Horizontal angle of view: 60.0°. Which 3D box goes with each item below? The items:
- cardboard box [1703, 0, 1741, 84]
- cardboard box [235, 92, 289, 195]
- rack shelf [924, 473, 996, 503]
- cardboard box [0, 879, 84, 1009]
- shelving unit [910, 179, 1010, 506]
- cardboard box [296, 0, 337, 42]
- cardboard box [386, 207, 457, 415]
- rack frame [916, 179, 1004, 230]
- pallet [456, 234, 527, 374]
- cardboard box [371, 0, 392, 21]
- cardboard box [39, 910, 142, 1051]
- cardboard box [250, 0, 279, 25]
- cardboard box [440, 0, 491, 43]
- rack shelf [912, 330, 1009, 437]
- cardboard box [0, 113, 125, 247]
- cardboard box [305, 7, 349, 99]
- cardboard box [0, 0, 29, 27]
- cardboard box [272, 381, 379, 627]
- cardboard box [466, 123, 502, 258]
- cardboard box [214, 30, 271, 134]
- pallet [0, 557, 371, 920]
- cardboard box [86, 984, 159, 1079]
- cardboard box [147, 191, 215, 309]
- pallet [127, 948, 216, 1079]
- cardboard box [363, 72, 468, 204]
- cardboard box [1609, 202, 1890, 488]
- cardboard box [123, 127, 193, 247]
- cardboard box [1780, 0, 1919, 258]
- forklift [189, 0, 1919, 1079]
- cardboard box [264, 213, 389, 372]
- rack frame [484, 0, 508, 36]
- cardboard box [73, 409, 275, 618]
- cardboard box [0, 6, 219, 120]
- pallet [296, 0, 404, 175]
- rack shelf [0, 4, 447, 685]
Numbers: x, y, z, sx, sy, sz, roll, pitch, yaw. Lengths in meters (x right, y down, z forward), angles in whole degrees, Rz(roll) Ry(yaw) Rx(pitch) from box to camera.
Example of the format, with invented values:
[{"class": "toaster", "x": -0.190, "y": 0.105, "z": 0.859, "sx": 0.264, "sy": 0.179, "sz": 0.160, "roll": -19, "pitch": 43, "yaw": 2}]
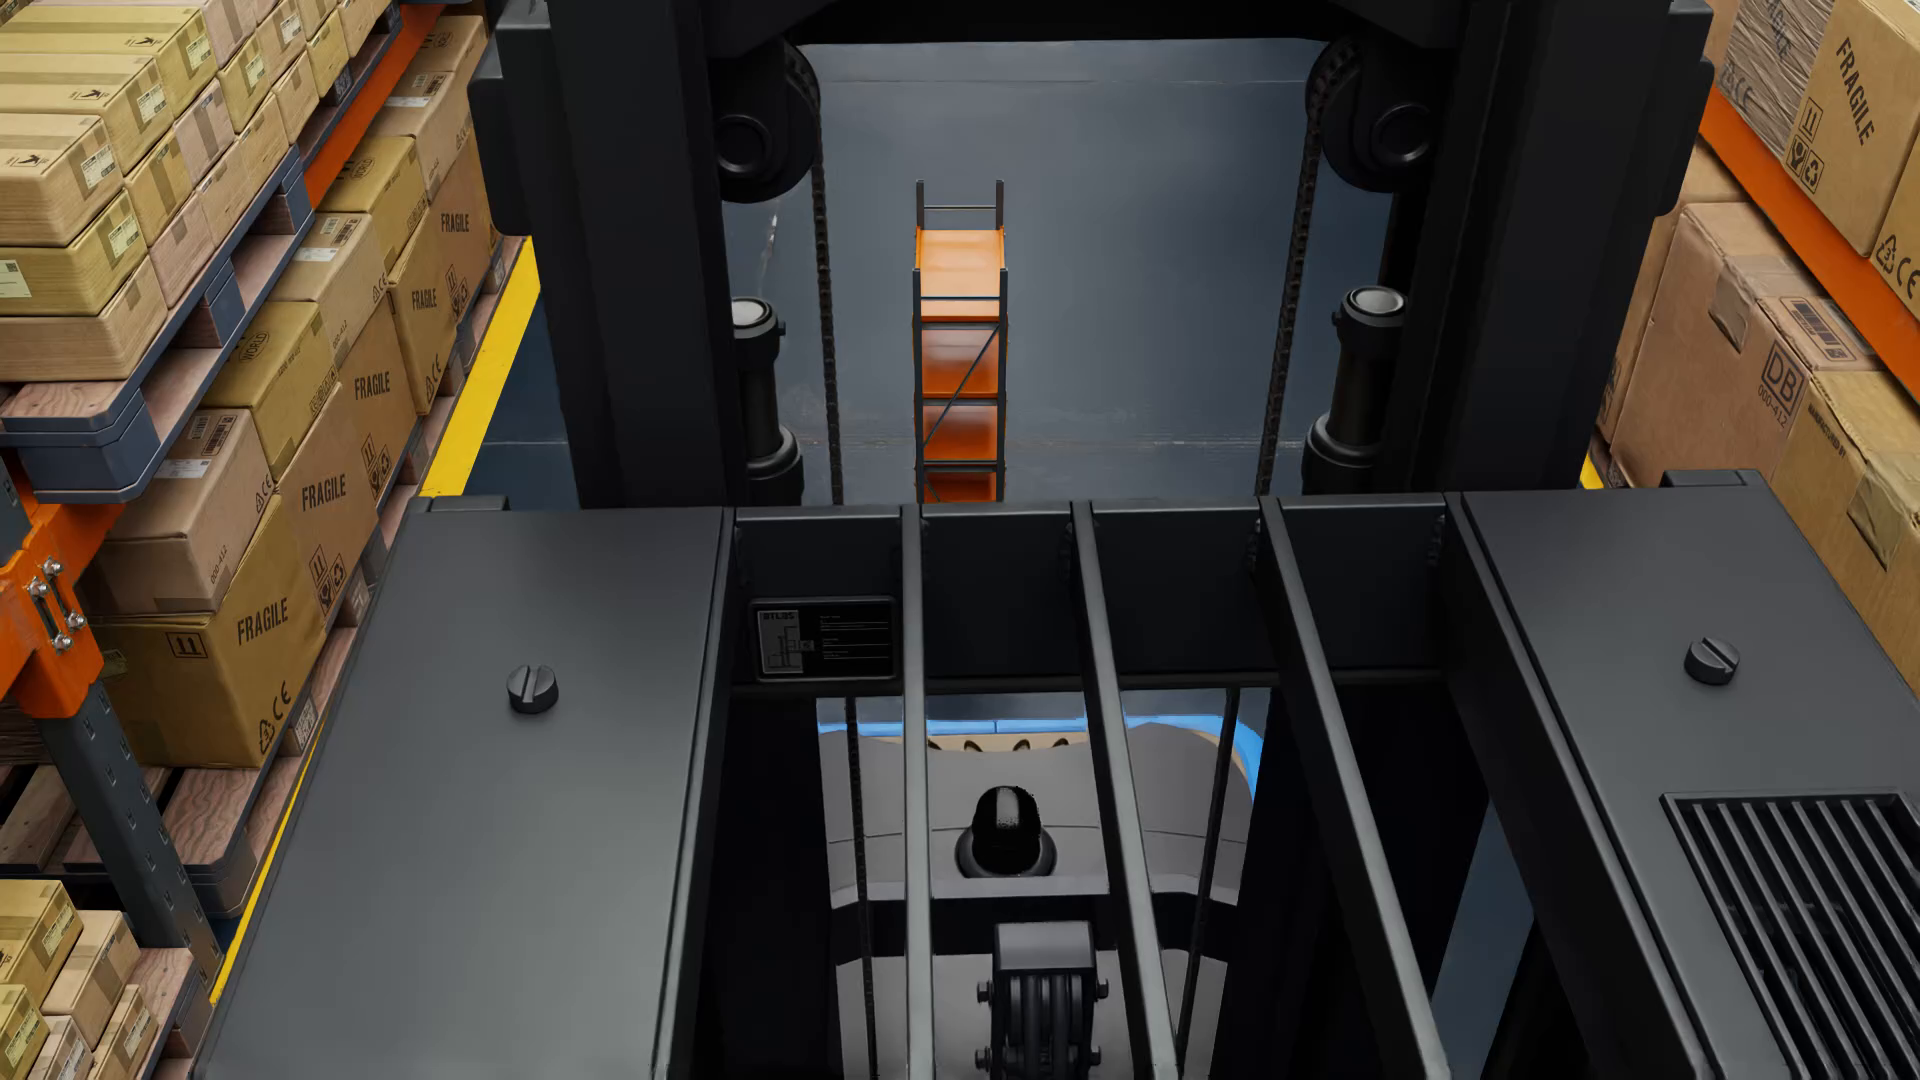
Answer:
[{"class": "cardboard box", "x": 2.428, "y": -1.658, "z": 4.841, "sx": 0.500, "sy": 0.500, "sz": 0.500, "roll": -1, "pitch": 39, "yaw": -1}, {"class": "cardboard box", "x": -1.805, "y": -0.924, "z": 3.869, "sx": 0.380, "sy": 0.149, "sz": 0.250, "roll": 0, "pitch": 39, "yaw": 0}, {"class": "rack shelf", "x": 0.000, "y": -0.157, "z": 4.912, "sx": 0.258, "sy": 0.148, "sz": 0.480, "roll": 0, "pitch": 39, "yaw": 0}, {"class": "cardboard box", "x": -2.002, "y": 0.814, "z": 3.304, "sx": 0.380, "sy": 0.149, "sz": 0.250, "roll": 1, "pitch": 39, "yaw": 1}, {"class": "shelving unit", "x": 0.000, "y": -0.365, "z": 4.746, "sx": 0.258, "sy": 1.200, "sz": 0.503, "roll": 0, "pitch": 39, "yaw": 0}, {"class": "cardboard box", "x": -1.810, "y": -1.374, "z": 4.193, "sx": 0.380, "sy": 0.149, "sz": 0.250, "roll": -1, "pitch": 39, "yaw": -1}, {"class": "cardboard box", "x": -1.991, "y": -0.748, "z": 5.448, "sx": 0.500, "sy": 0.500, "sz": 0.500, "roll": -2, "pitch": 39, "yaw": -2}, {"class": "rack frame", "x": 0.000, "y": -0.517, "z": 4.936, "sx": 0.240, "sy": 1.200, "sz": 0.015, "roll": 0, "pitch": 39, "yaw": 0}, {"class": "pallet", "x": -2.268, "y": -1.049, "z": 6.391, "sx": 1.003, "sy": 0.211, "sz": 1.213, "roll": 0, "pitch": 39, "yaw": 0}, {"class": "cardboard box", "x": -1.811, "y": -1.582, "z": 4.690, "sx": 0.380, "sy": 0.149, "sz": 0.250, "roll": 1, "pitch": 39, "yaw": 1}, {"class": "cardboard box", "x": -1.944, "y": 0.905, "z": 3.429, "sx": 0.380, "sy": 0.149, "sz": 0.250, "roll": 1, "pitch": 39, "yaw": 1}, {"class": "cardboard box", "x": -1.806, "y": -1.320, "z": 3.888, "sx": 0.380, "sy": 0.149, "sz": 0.250, "roll": 0, "pitch": 39, "yaw": 0}, {"class": "cardboard box", "x": -2.178, "y": -2.293, "z": 7.176, "sx": 1.050, "sy": 0.750, "sz": 0.750, "roll": -1, "pitch": 39, "yaw": -1}, {"class": "rack shelf", "x": 0.000, "y": -0.487, "z": 4.648, "sx": 0.258, "sy": 0.148, "sz": 0.480, "roll": 0, "pitch": 39, "yaw": 0}, {"class": "cardboard box", "x": -1.803, "y": -0.669, "z": 3.076, "sx": 0.380, "sy": 0.149, "sz": 0.250, "roll": 2, "pitch": 39, "yaw": 2}, {"class": "cardboard box", "x": -1.810, "y": -1.254, "z": 4.281, "sx": 0.380, "sy": 0.149, "sz": 0.250, "roll": -1, "pitch": 39, "yaw": -1}, {"class": "cardboard box", "x": -2.463, "y": -1.209, "z": 3.987, "sx": 0.380, "sy": 0.149, "sz": 0.250, "roll": -2, "pitch": 39, "yaw": -2}, {"class": "cardboard box", "x": -2.001, "y": -0.106, "z": 4.647, "sx": 0.500, "sy": 0.500, "sz": 0.500, "roll": 2, "pitch": 39, "yaw": 2}, {"class": "cardboard box", "x": -2.005, "y": -1.403, "z": 6.265, "sx": 0.500, "sy": 0.500, "sz": 0.500, "roll": 0, "pitch": 39, "yaw": 0}, {"class": "cardboard box", "x": -1.807, "y": -1.039, "z": 3.776, "sx": 0.380, "sy": 0.149, "sz": 0.250, "roll": -2, "pitch": 39, "yaw": -2}, {"class": "pallet", "x": -2.265, "y": 0.477, "z": 4.486, "sx": 1.003, "sy": 0.211, "sz": 1.213, "roll": 0, "pitch": 39, "yaw": 0}, {"class": "cardboard box", "x": -1.922, "y": 1.069, "z": 3.461, "sx": 0.380, "sy": 0.149, "sz": 0.250, "roll": 0, "pitch": 39, "yaw": 1}, {"class": "cardboard box", "x": -1.809, "y": -0.611, "z": 3.478, "sx": 0.380, "sy": 0.149, "sz": 0.250, "roll": 1, "pitch": 39, "yaw": 1}, {"class": "pallet", "x": -2.227, "y": 1.383, "z": 3.355, "sx": 1.003, "sy": 0.211, "sz": 1.213, "roll": 0, "pitch": 39, "yaw": 0}, {"class": "cardboard box", "x": -1.993, "y": -1.364, "z": 5.617, "sx": 0.500, "sy": 0.250, "sz": 0.500, "roll": 0, "pitch": 39, "yaw": 1}, {"class": "cardboard box", "x": 2.675, "y": -0.359, "z": 4.662, "sx": 1.225, "sy": 0.875, "sz": 0.875, "roll": -1, "pitch": 39, "yaw": -2}, {"class": "cardboard box", "x": -1.805, "y": -0.715, "z": 3.371, "sx": 0.380, "sy": 0.149, "sz": 0.250, "roll": -1, "pitch": 39, "yaw": -1}, {"class": "cardboard box", "x": 2.423, "y": -1.033, "z": 4.060, "sx": 0.500, "sy": 0.500, "sz": 0.500, "roll": 0, "pitch": 39, "yaw": -1}, {"class": "forklift", "x": 0.115, "y": 0.946, "z": 1.726, "sx": 1.130, "sy": 2.935, "sz": 3.031, "roll": -1, "pitch": 39, "yaw": -2}, {"class": "cardboard box", "x": -1.999, "y": -0.720, "z": 4.813, "sx": 0.500, "sy": 0.250, "sz": 0.500, "roll": 1, "pitch": 39, "yaw": 2}, {"class": "rack frame", "x": -2.267, "y": -2.626, "z": 6.128, "sx": 1.000, "sy": 3.000, "sz": 0.127, "roll": 0, "pitch": 39, "yaw": 0}, {"class": "cardboard box", "x": -1.999, "y": -0.068, "z": 4.000, "sx": 0.500, "sy": 0.250, "sz": 0.500, "roll": -2, "pitch": 39, "yaw": -2}, {"class": "cardboard box", "x": -1.807, "y": -1.004, "z": 3.494, "sx": 0.380, "sy": 0.149, "sz": 0.250, "roll": 0, "pitch": 39, "yaw": 0}, {"class": "pallet", "x": -2.224, "y": -1.313, "z": 4.644, "sx": 1.003, "sy": 0.211, "sz": 1.213, "roll": 0, "pitch": 39, "yaw": 0}, {"class": "rack shelf", "x": -2.265, "y": -1.095, "z": 4.793, "sx": 1.077, "sy": 0.370, "sz": 4.000, "roll": 0, "pitch": 39, "yaw": 0}]
